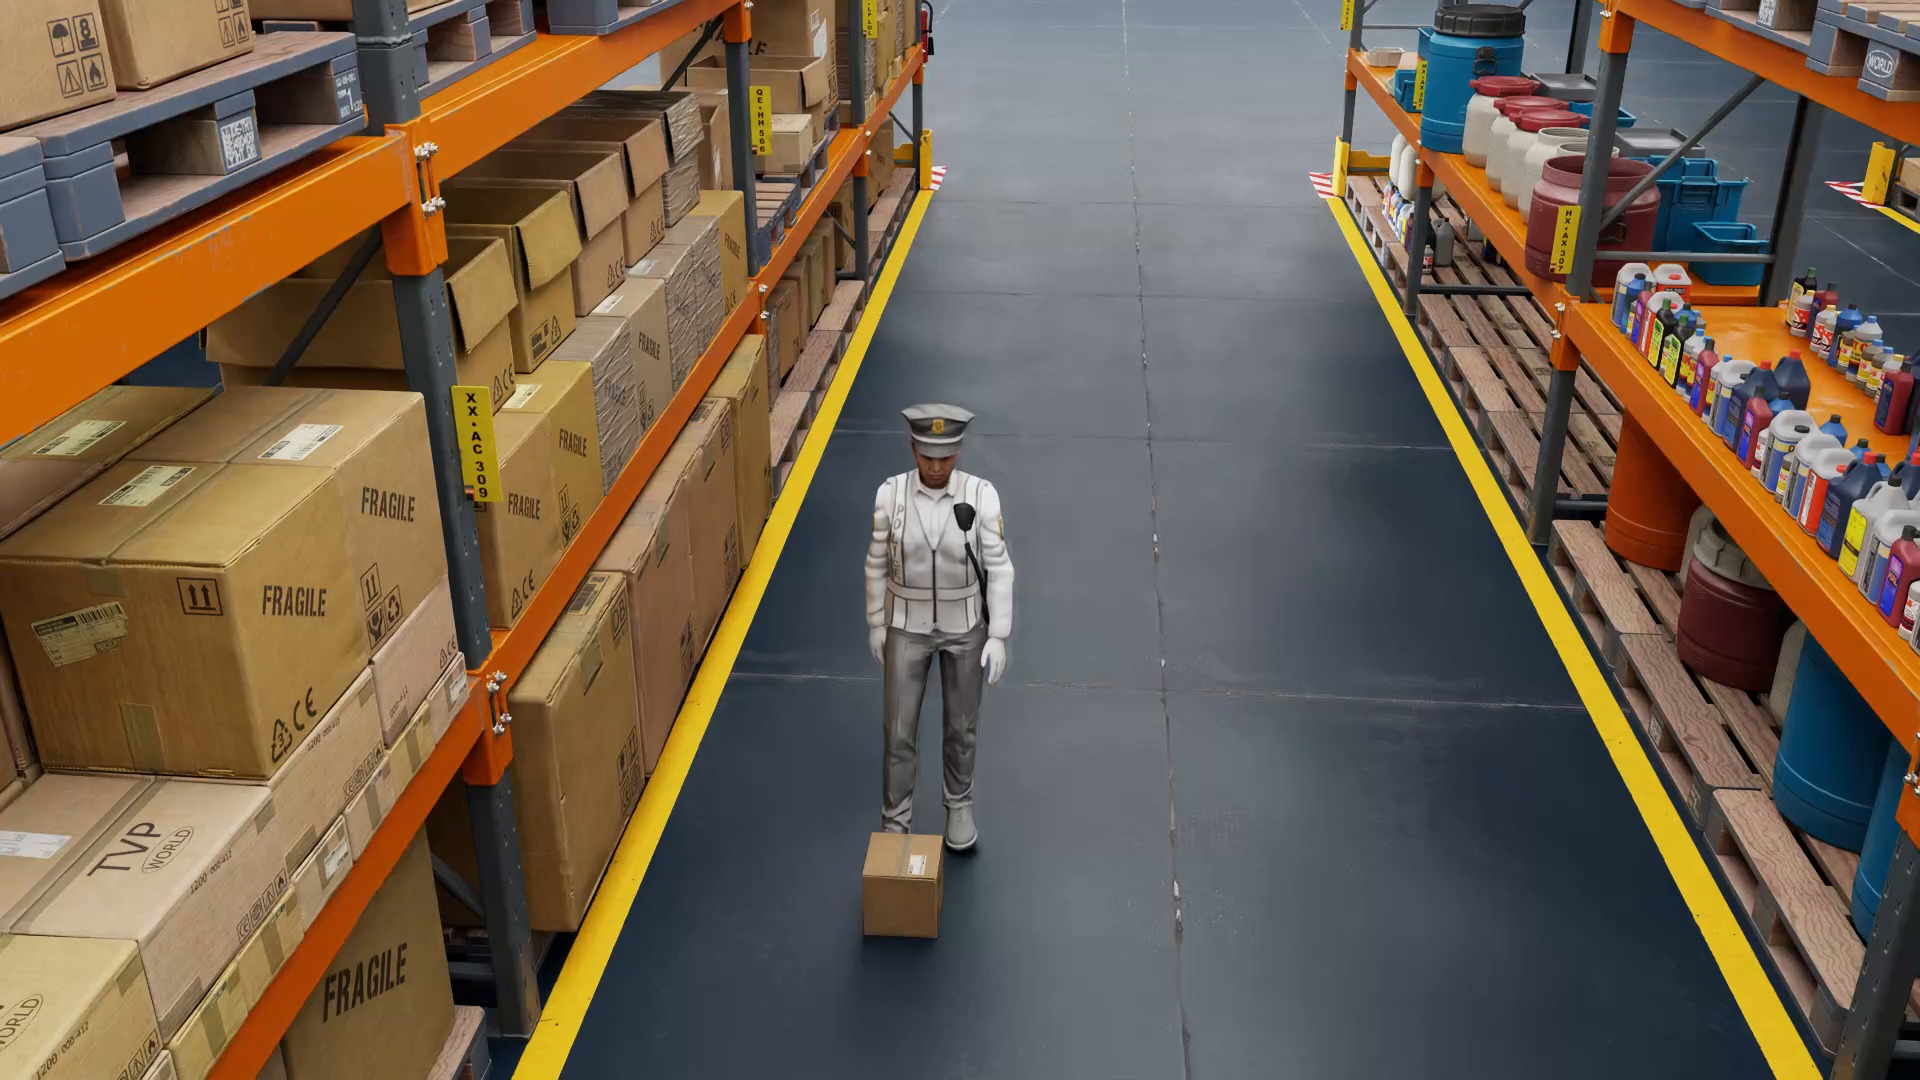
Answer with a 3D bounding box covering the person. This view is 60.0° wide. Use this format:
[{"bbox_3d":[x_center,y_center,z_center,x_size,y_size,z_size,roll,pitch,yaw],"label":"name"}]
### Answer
[{"bbox_3d":[-0.076,0.370,5.799,0.526,1.716,0.457,0,25,1],"label":"person"}]
